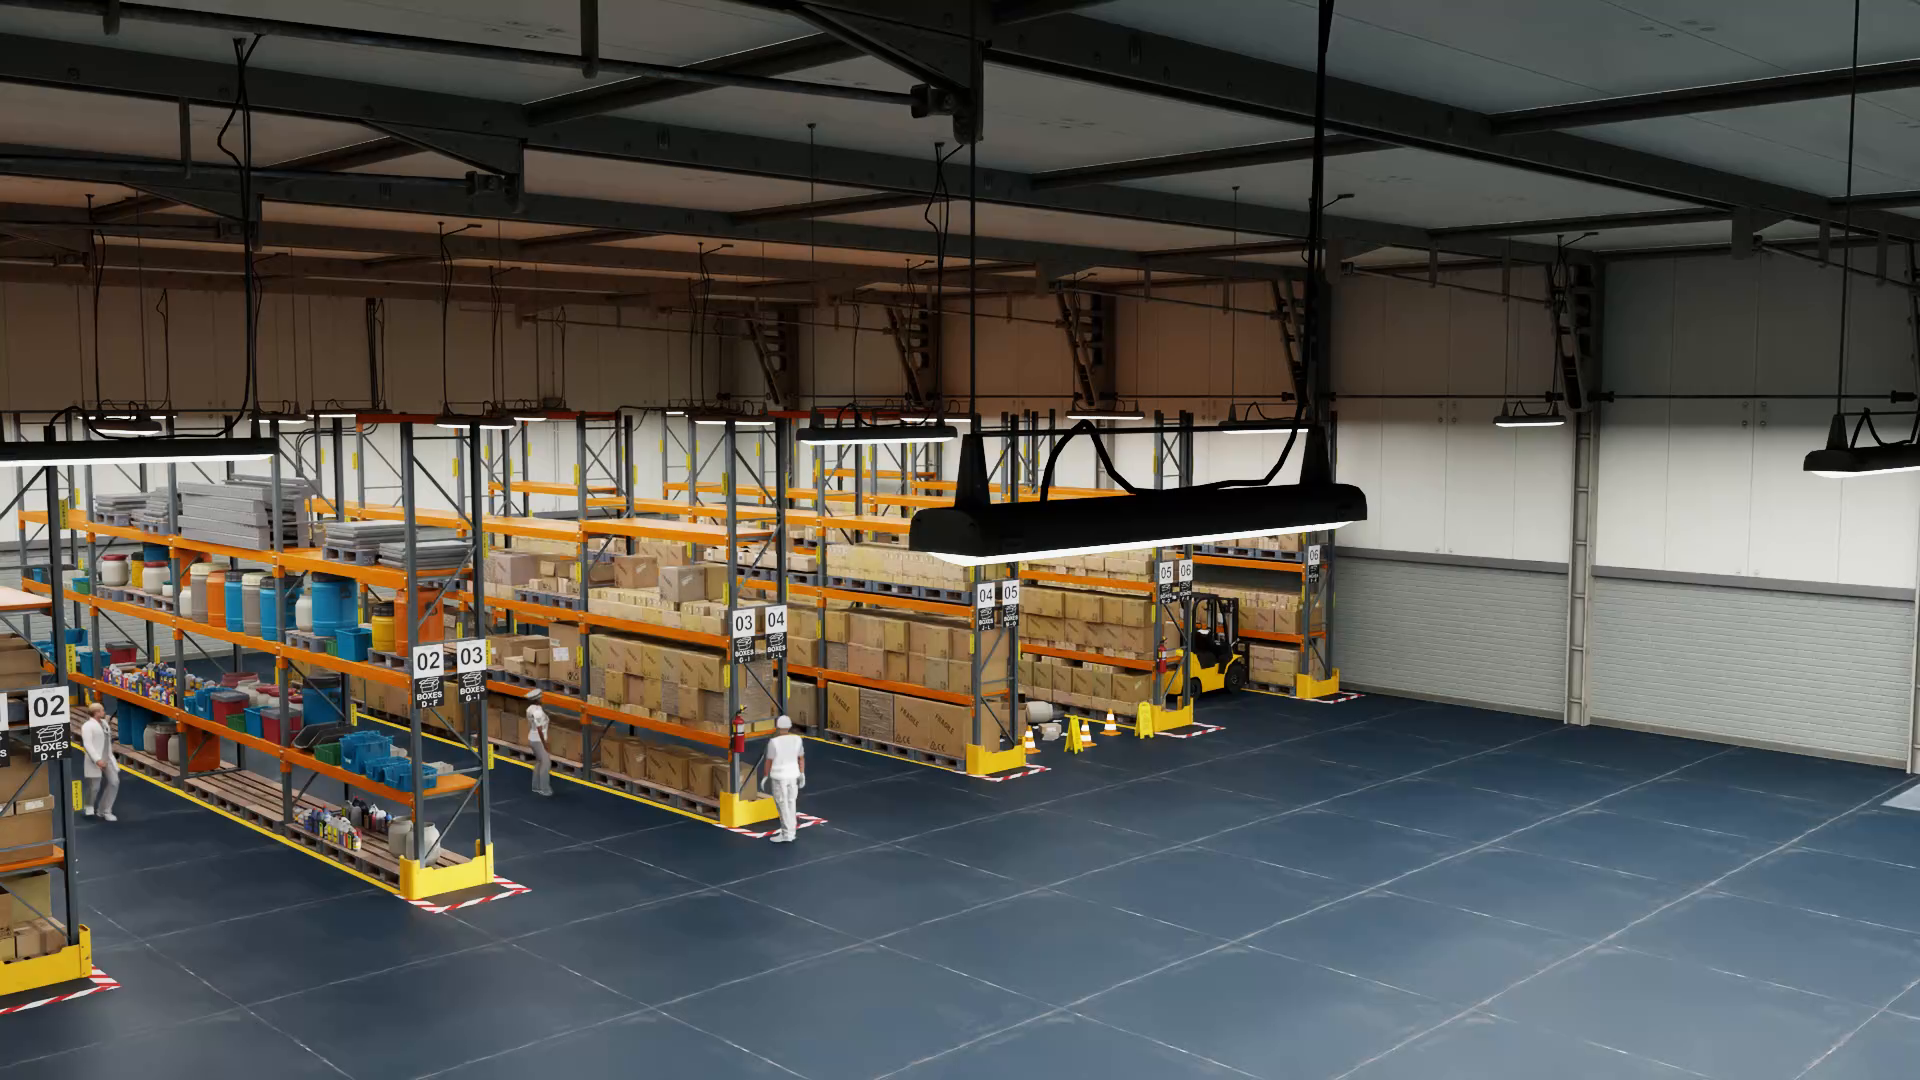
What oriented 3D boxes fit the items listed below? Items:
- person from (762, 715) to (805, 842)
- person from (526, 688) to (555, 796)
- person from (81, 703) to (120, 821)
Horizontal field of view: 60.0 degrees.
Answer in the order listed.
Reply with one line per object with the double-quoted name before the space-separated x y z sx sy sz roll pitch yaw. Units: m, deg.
"person" -2.501 3.389 23.637 0.630 1.804 0.397 -3 6 -35
"person" -6.663 3.234 26.507 0.466 1.745 0.468 -1 5 -11
"person" -12.893 3.316 24.914 0.737 1.768 0.654 2 5 22
